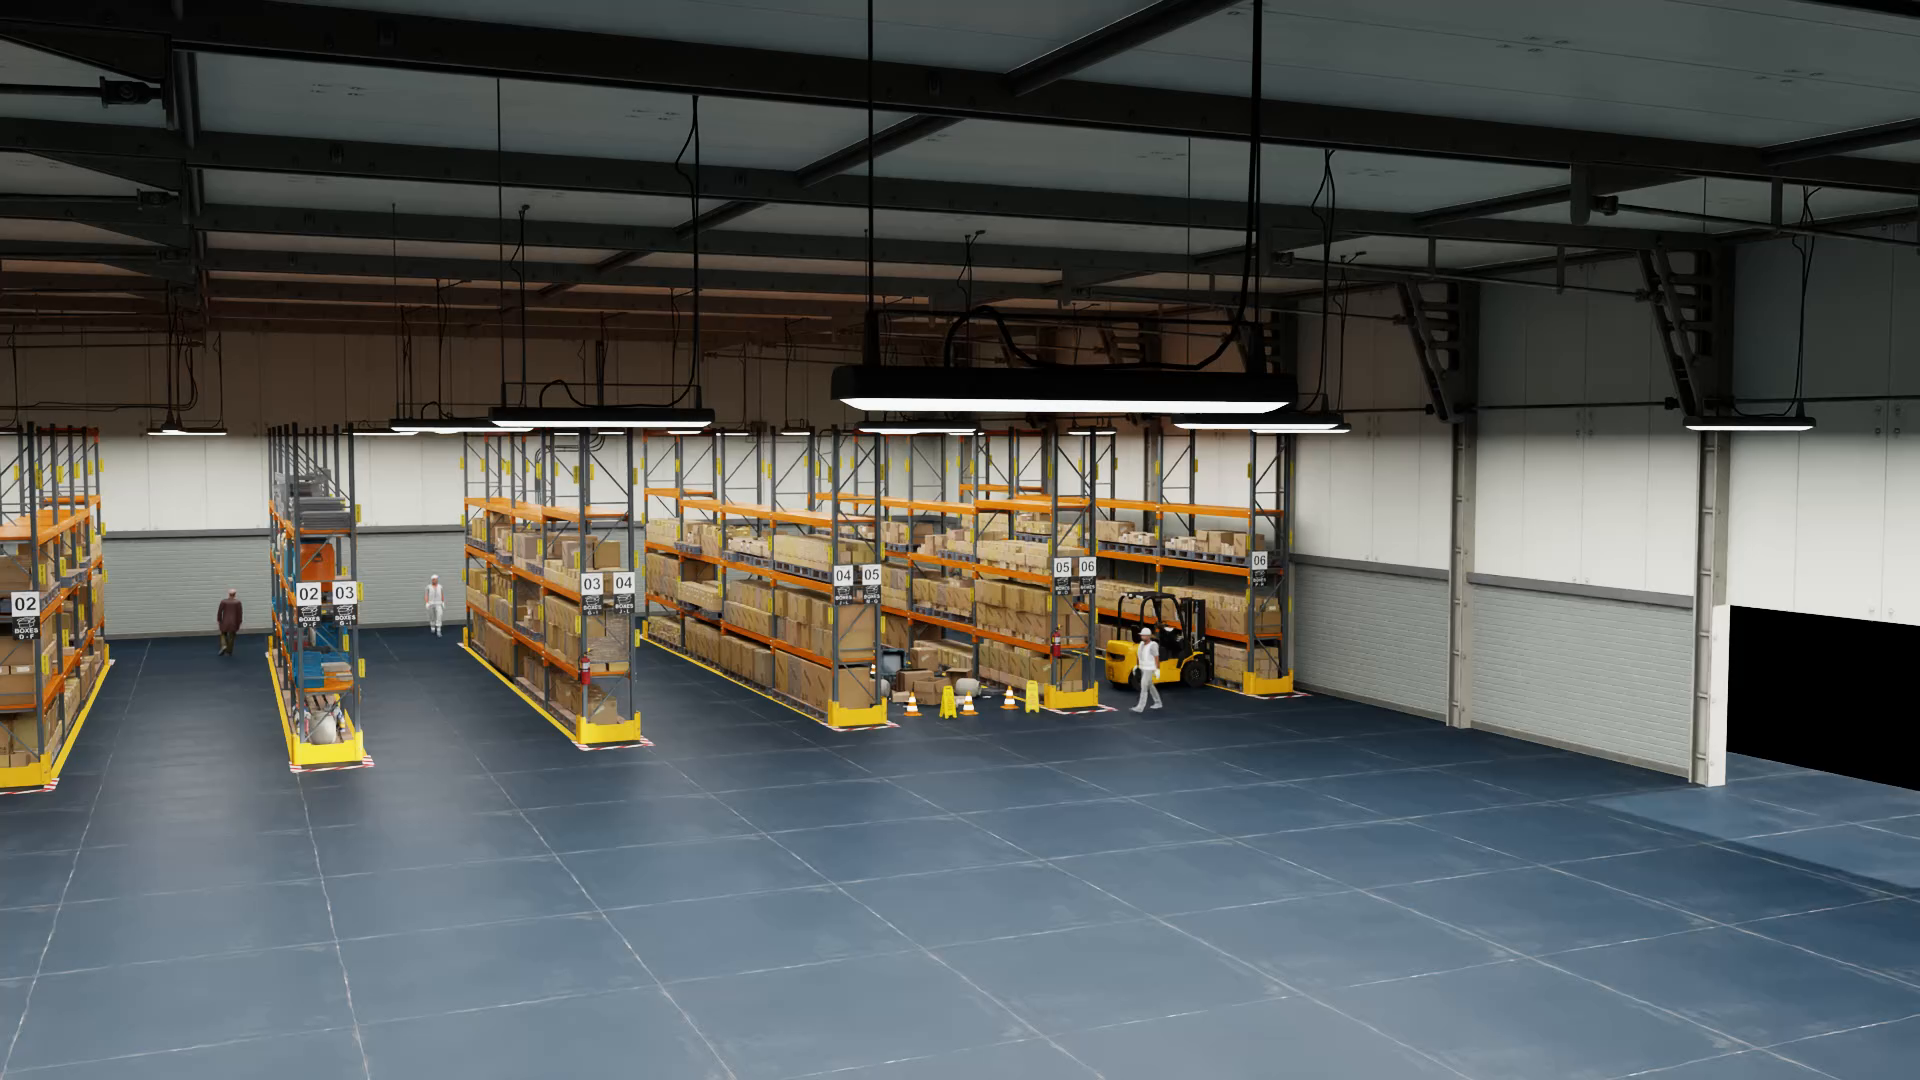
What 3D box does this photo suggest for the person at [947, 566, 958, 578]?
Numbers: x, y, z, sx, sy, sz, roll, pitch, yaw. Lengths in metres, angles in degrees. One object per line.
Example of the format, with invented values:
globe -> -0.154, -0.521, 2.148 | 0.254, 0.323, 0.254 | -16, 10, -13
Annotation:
person -> -0.254, 1.644, 52.968 | 0.999, 1.686, 0.506 | -1, 4, -22

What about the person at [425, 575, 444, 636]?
person -> -15.270, 1.880, 48.307 | 0.531, 1.740, 1.021 | -1, 4, -15

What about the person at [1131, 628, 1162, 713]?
person -> 3.894, 2.718, 34.874 | 0.880, 1.766, 0.554 | -1, 4, -21

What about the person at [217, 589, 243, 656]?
person -> -19.138, 2.168, 43.585 | 0.636, 1.766, 0.558 | -1, 4, -17
